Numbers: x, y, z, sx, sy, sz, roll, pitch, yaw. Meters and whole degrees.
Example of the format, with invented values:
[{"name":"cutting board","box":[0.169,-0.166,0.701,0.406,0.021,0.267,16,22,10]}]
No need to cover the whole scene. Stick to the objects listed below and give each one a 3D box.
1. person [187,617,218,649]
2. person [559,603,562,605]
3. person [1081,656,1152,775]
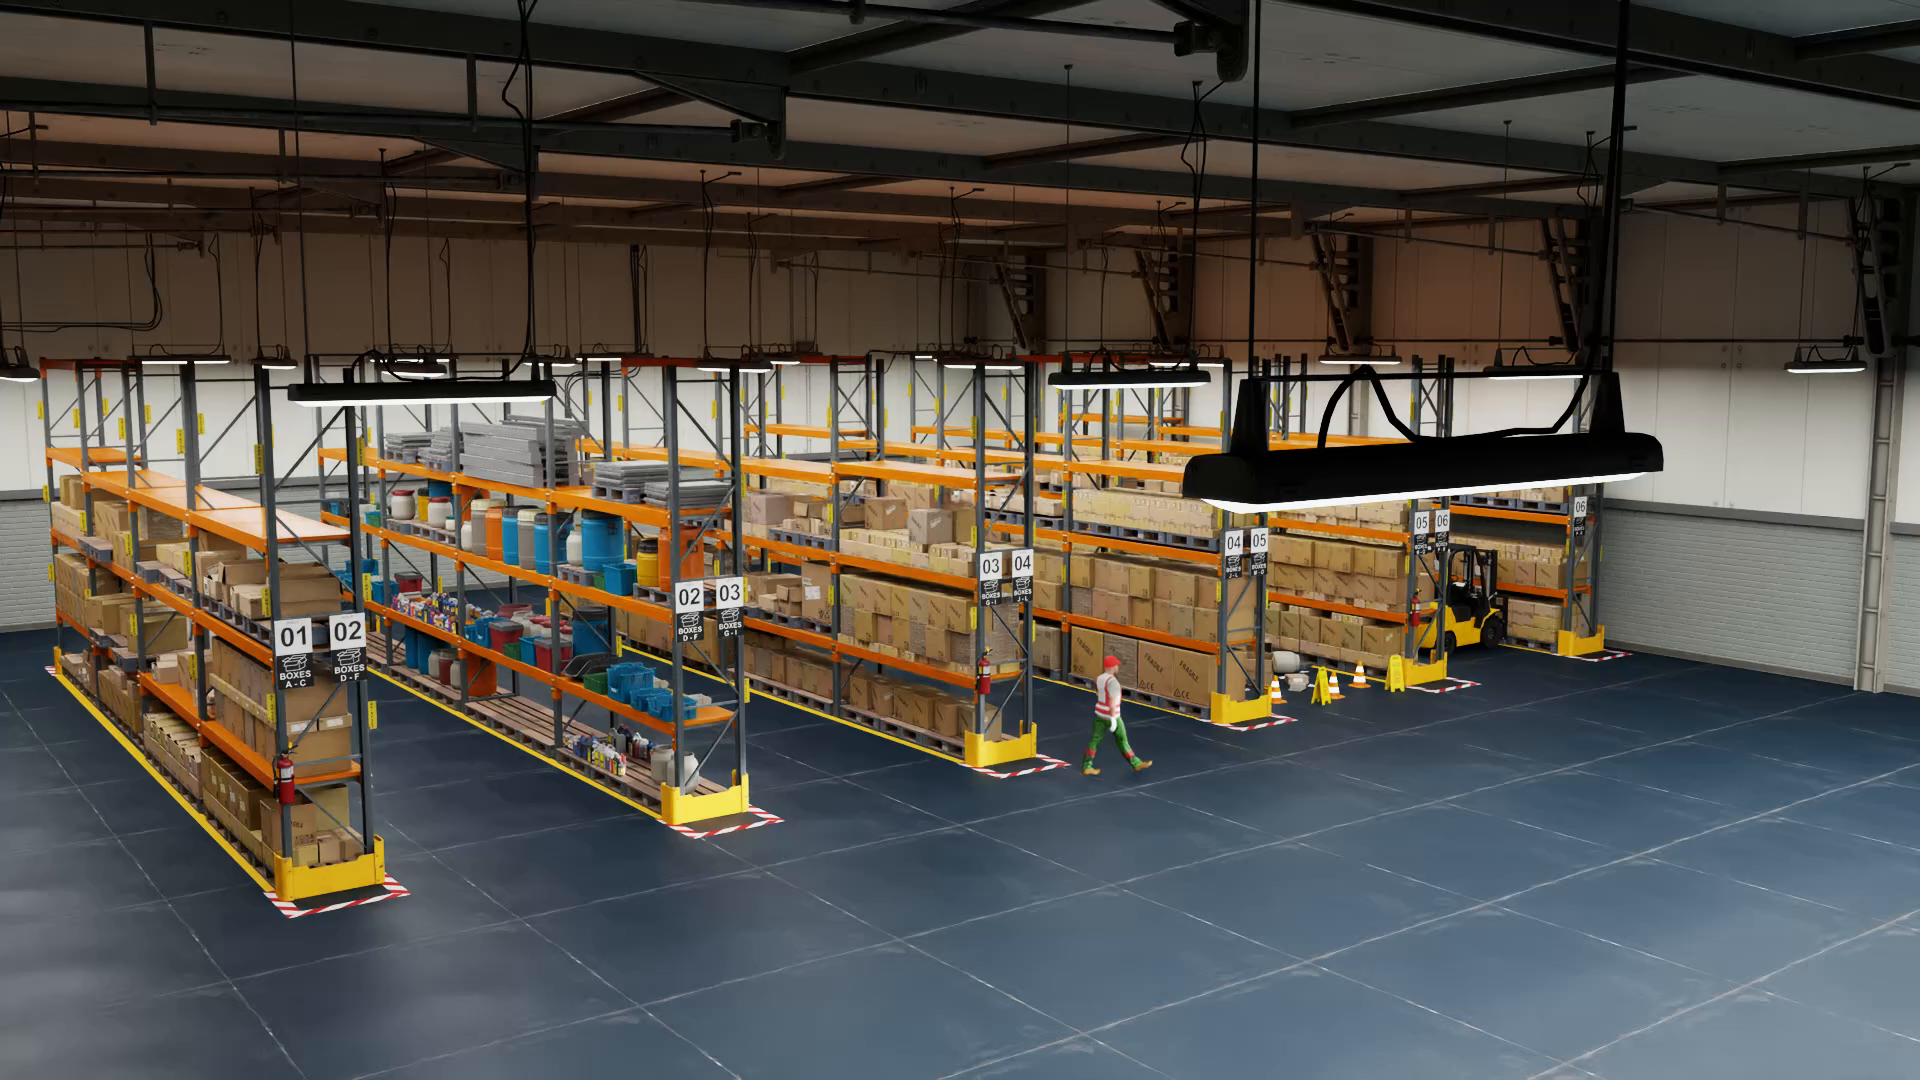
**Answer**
[{"name":"person","box":[-13.854,1.785,30.538,0.651,1.717,1.114,-6,9,-40]},{"name":"person","box":[-9.108,0.818,38.951,1.022,1.685,0.518,-4,8,-29]},{"name":"person","box":[2.248,2.535,24.249,1.038,1.726,0.576,-4,8,-31]}]
